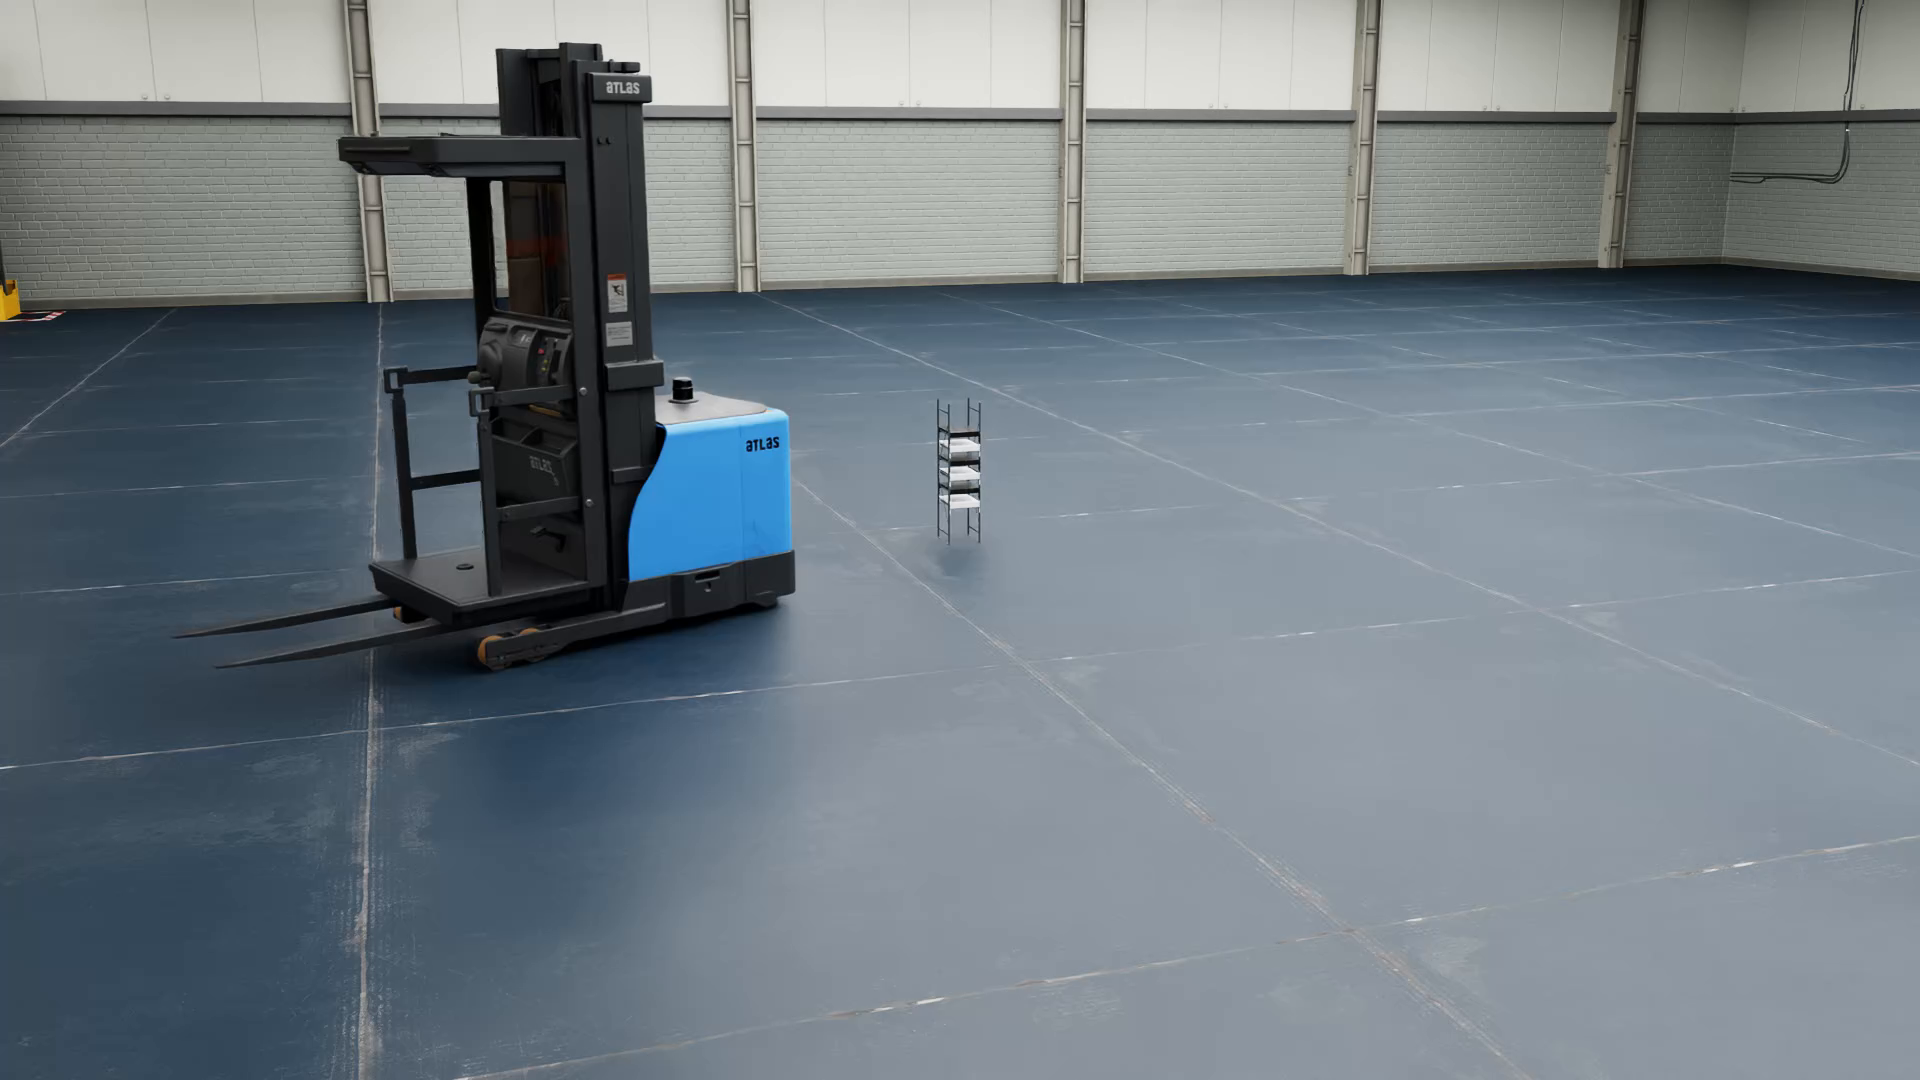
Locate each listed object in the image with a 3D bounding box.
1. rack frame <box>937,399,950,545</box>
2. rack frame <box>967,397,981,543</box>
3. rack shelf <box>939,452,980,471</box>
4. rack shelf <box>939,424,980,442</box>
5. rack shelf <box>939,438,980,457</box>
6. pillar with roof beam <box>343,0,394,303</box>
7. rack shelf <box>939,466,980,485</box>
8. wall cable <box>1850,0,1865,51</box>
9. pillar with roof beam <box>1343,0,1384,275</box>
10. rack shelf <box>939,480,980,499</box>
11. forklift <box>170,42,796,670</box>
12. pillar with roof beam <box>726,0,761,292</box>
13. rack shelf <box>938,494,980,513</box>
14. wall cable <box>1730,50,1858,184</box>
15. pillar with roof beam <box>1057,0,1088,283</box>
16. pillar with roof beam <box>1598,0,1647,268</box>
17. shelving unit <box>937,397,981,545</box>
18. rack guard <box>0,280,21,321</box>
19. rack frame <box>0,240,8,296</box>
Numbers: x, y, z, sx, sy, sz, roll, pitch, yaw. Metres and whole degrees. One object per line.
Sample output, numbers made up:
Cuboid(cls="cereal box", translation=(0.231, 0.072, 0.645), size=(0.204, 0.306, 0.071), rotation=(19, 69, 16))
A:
Cuboid(cls="rack frame", translation=(-0.104, -0.430, 10.505), size=(0.006, 0.900, 0.240), rotation=(-4, 14, -18))
Cuboid(cls="rack frame", translation=(0.089, -0.445, 10.568), size=(0.006, 0.900, 0.240), rotation=(-4, 14, -18))
Cuboid(cls="rack shelf", translation=(-0.008, -0.492, 10.523), size=(0.200, 0.077, 0.258), rotation=(-4, 14, -18))
Cuboid(cls="rack shelf", translation=(-0.008, -0.667, 10.481), size=(0.200, 0.077, 0.258), rotation=(-4, 14, -18))
Cuboid(cls="rack shelf", translation=(-0.008, -0.580, 10.502), size=(0.200, 0.077, 0.258), rotation=(-4, 14, -18))
Cuboid(cls="pillar with roof beam", translation=(-7.976, -7.286, 21.829), size=(0.400, 9.000, 9.100), rotation=(-4, 14, -18))
Cuboid(cls="rack shelf", translation=(-0.008, -0.405, 10.544), size=(0.200, 0.077, 0.258), rotation=(-4, 14, -18))
Cuboid(cls="wall cable", translation=(17.474, -10.282, 30.221), size=(0.112, 2.526, 3.097), rotation=(-4, 14, -18))
Cuboid(cls="pillar with roof beam", translation=(9.084, -8.615, 27.414), size=(0.400, 9.000, 9.100), rotation=(-4, 14, -18))
Cuboid(cls="rack shelf", translation=(-0.008, -0.317, 10.565), size=(0.200, 0.077, 0.258), rotation=(-4, 14, -18))
Cuboid(cls="forklift", translation=(-2.349, -0.936, 8.242), size=(3.031, 2.935, 1.130), rotation=(-11, 17, -39))
Cuboid(cls="pillar with roof beam", translation=(-2.289, -7.729, 23.691), size=(0.400, 9.000, 9.100), rotation=(-4, 14, -18))
Cuboid(cls="rack shelf", translation=(-0.008, -0.230, 10.586), size=(0.200, 0.077, 0.258), rotation=(-4, 14, -18))
Cuboid(cls="wall cable", translation=(16.611, -8.419, 33.300), size=(0.112, 2.526, 3.097), rotation=(-4, 14, -18))
Cuboid(cls="pillar with roof beam", translation=(3.397, -8.172, 25.553), size=(0.400, 9.000, 9.100), rotation=(-4, 14, -18))
Cuboid(cls="pillar with roof beam", translation=(14.771, -9.058, 29.276), size=(0.400, 9.000, 9.100), rotation=(-4, 14, -18))
Cuboid(cls="shelving unit", translation=(-0.008, -0.437, 10.536), size=(0.210, 0.900, 0.258), rotation=(-4, 14, -18))
Cuboid(cls="rack guard", translation=(-14.066, -3.509, 24.313), size=(0.348, 0.500, 1.175), rotation=(-4, 14, -18))
Cuboid(cls="rack frame", translation=(-14.088, -4.723, 24.016), size=(0.127, 3.000, 1.000), rotation=(-4, 14, -18))
